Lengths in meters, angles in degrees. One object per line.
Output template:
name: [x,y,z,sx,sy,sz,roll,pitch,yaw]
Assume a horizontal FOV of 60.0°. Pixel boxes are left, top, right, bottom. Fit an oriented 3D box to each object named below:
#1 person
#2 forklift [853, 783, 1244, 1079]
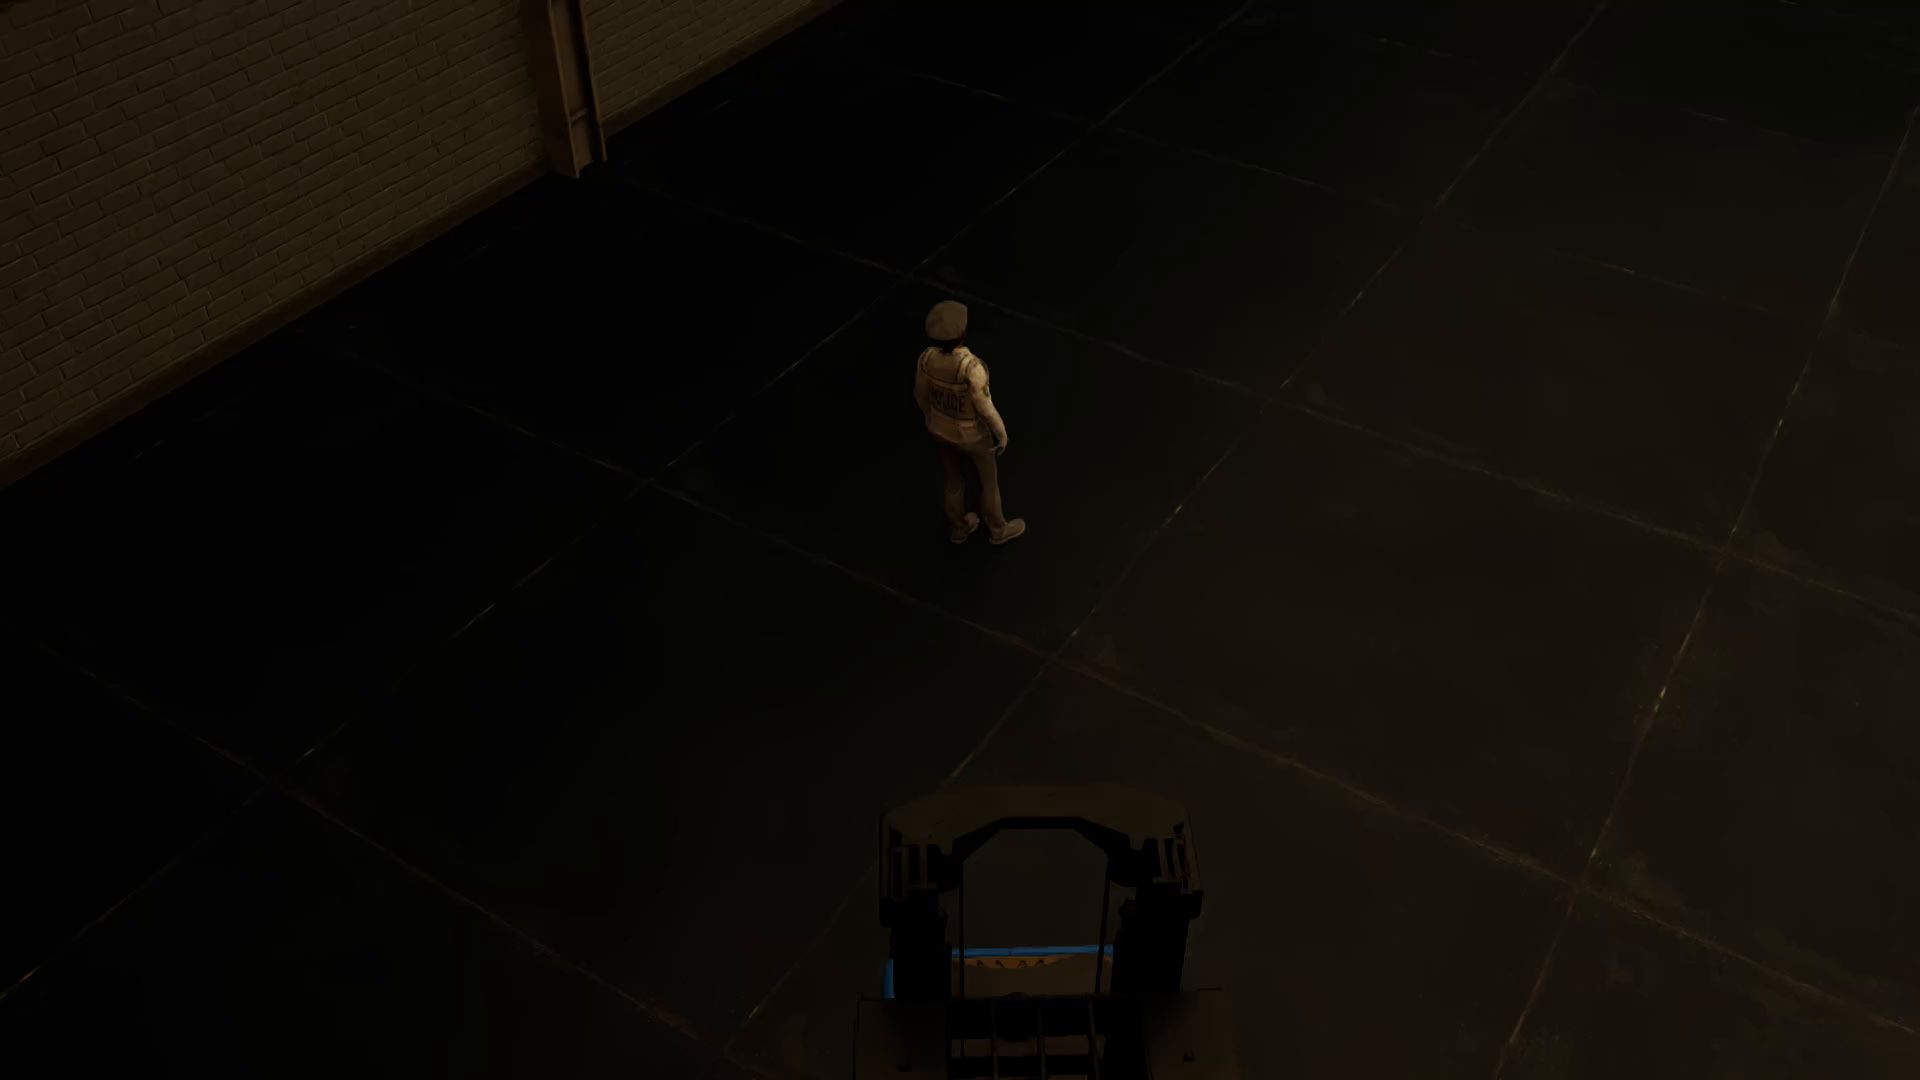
person: [0.042,-0.686,9.722,0.586,1.695,0.532,22,45,24]
forklift: [0.246,2.285,5.270,1.130,2.935,3.031,-1,40,-1]
